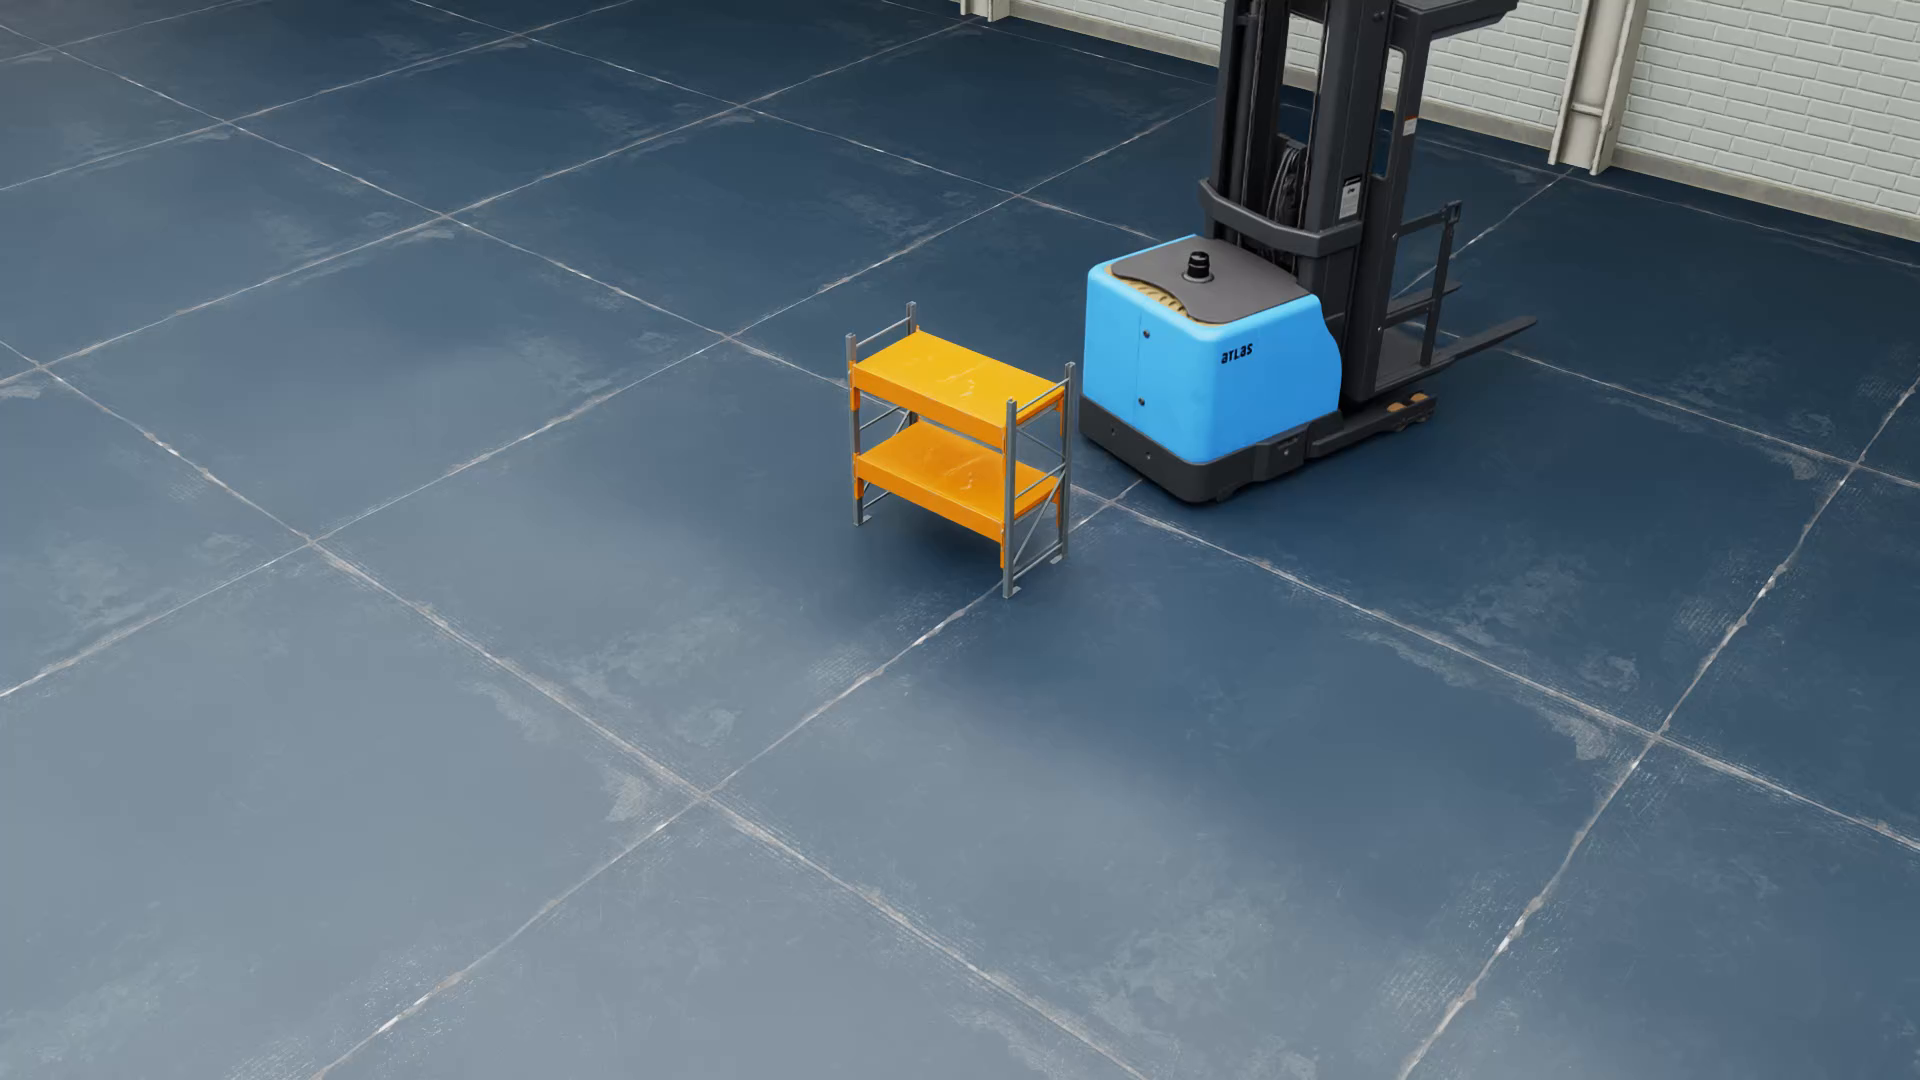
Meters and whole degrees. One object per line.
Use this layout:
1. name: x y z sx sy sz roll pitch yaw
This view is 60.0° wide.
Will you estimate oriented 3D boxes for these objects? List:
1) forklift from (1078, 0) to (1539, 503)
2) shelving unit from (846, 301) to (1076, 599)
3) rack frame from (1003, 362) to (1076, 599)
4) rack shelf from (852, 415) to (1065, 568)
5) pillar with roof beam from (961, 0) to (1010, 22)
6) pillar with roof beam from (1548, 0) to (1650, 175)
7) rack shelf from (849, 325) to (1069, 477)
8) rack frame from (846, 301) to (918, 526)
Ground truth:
1. forklift: 2.177 -2.061 9.162 3.031 2.935 1.130 -22 40 -28
2. shelving unit: -0.005 -0.466 8.435 1.048 1.125 0.538 25 42 32
3. rack frame: 0.385 -0.282 8.167 0.032 1.125 0.500 25 42 32
4. rack shelf: -0.005 -0.265 8.574 1.000 0.278 0.538 25 42 32
5. pillar with roof beam: -2.503 -6.965 10.943 0.400 9.000 9.100 25 42 32
6. pillar with roof beam: 2.109 -4.792 7.778 0.400 9.000 9.100 25 42 32
7. rack shelf: -0.005 -0.707 8.269 1.000 0.278 0.538 25 42 32
8. rack frame: -0.396 -0.650 8.703 0.032 1.125 0.500 25 42 32
